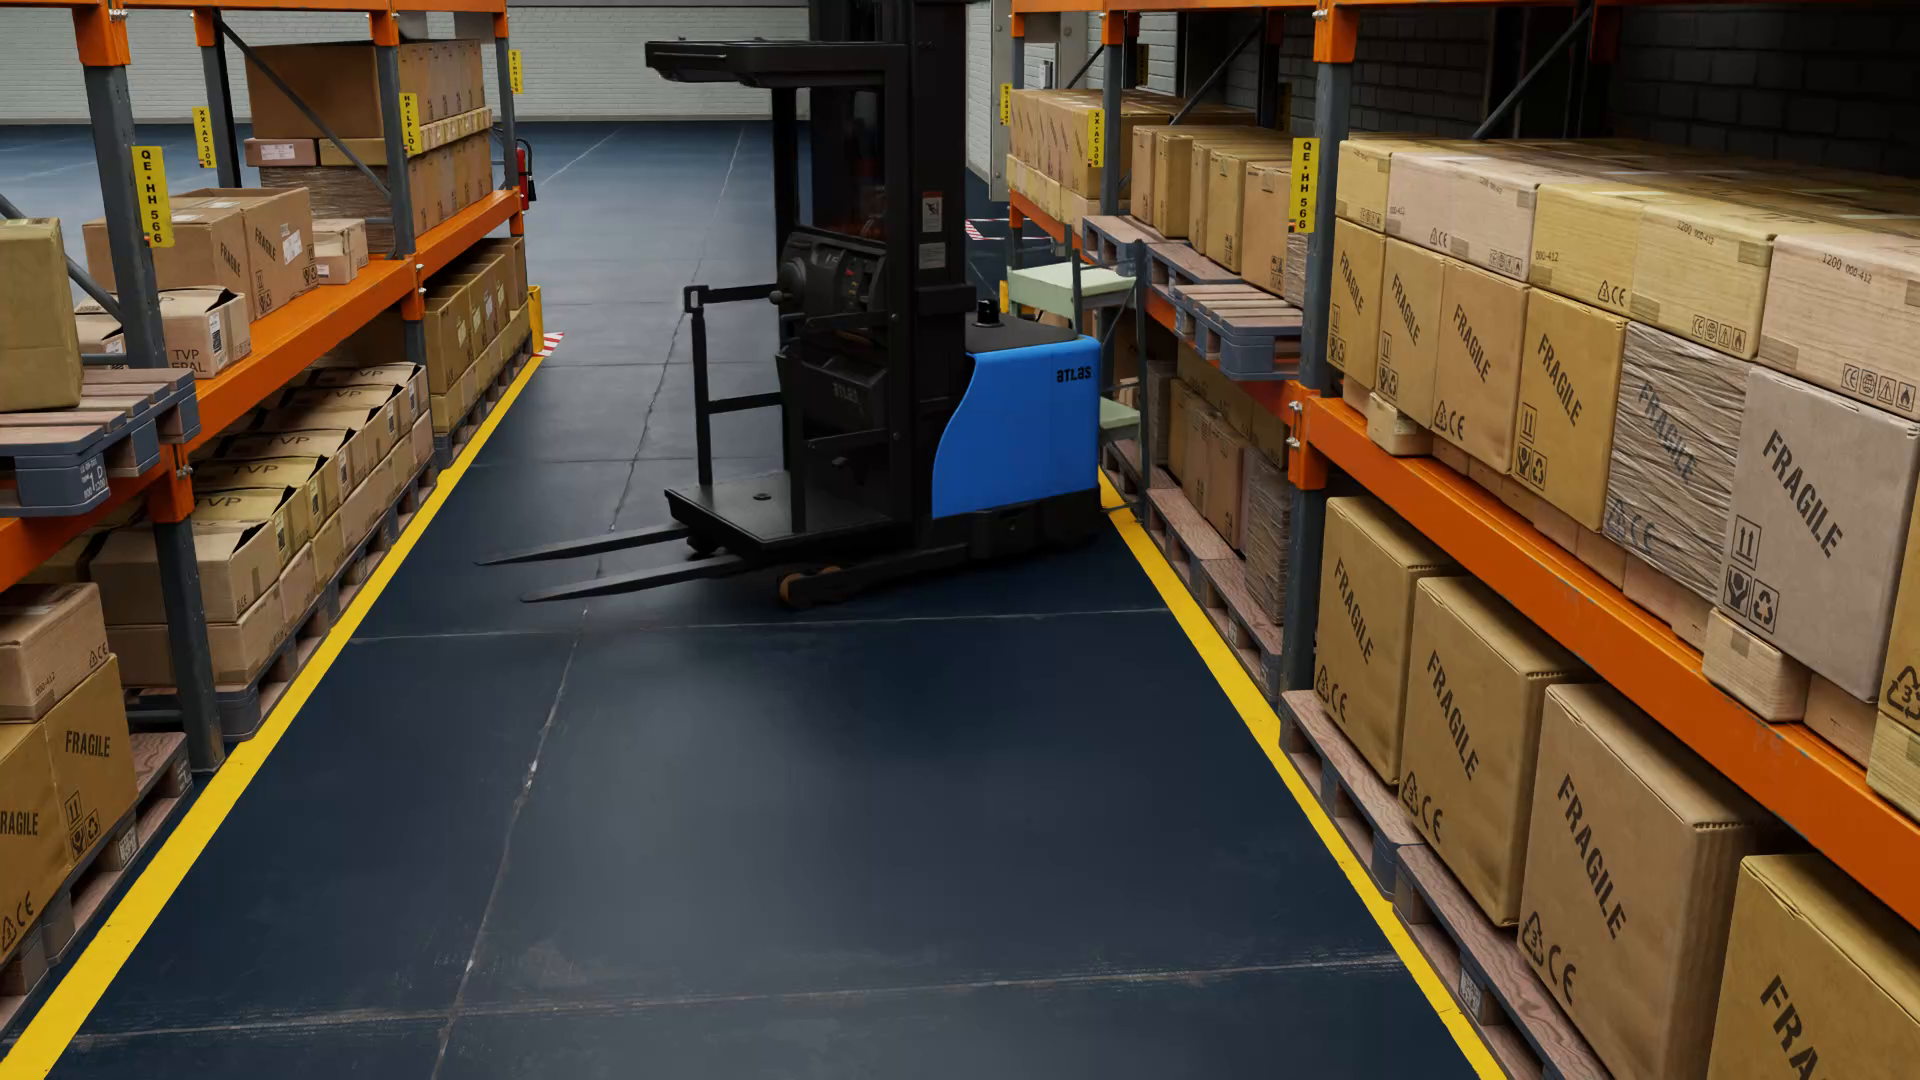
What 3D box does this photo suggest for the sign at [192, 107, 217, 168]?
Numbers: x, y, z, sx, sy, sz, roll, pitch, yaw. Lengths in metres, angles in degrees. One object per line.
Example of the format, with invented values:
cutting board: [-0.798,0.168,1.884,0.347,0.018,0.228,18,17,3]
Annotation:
sign: [-4.148,-2.214,9.143,0.100,0.325,0.005,-2,18,-6]

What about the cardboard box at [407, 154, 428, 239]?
cardboard box: [-3.709,-2.117,10.246,0.700,0.500,0.500,-2,18,-6]

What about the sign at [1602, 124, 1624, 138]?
sign: [2.295,-1.313,5.919,0.100,0.325,0.005,-2,18,-6]

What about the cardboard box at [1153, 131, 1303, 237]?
cardboard box: [1.400,-1.873,8.733,0.700,0.500,0.500,0,17,0]

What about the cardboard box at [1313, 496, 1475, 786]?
cardboard box: [1.689,0.306,5.583,0.750,0.750,0.750,-2,18,-6]

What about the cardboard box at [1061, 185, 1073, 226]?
cardboard box: [0.937,-2.153,10.744,0.500,0.250,0.500,-2,18,-5]

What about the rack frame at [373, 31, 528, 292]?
rack frame: [-4.009,-2.972,13.136,1.000,3.000,0.127,-2,18,-6]

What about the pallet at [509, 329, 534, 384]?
pallet: [-3.888,-1.415,12.832,1.003,0.211,1.213,-2,18,-6]

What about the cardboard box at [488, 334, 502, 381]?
cardboard box: [-3.493,-1.263,11.583,0.500,0.250,0.500,-2,18,-6]

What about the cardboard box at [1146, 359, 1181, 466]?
cardboard box: [1.423,-0.733,9.443,0.700,0.500,0.500,-1,17,-4]

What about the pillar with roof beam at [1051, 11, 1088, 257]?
pillar with roof beam: [-3.050,-7.461,17.420,9.100,9.000,0.400,-2,18,-6]

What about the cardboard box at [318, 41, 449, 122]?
cardboard box: [-3.803,-3.028,10.980,0.700,0.500,0.500,-2,18,-6]

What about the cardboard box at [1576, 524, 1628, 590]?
cardboard box: [1.736,0.008,4.030,0.380,0.149,0.250,-1,17,-4]

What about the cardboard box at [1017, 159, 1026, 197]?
cardboard box: [0.721,-2.755,12.661,0.500,0.250,0.500,-2,18,-7]

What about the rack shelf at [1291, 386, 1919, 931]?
rack shelf: [1.950,0.196,4.245,1.077,0.370,4.000,-2,18,-6]

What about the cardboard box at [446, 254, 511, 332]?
cardboard box: [-3.540,-1.770,11.946,0.500,0.500,0.500,-2,18,-6]

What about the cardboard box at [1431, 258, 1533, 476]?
cardboard box: [1.634,-0.485,4.518,0.500,0.500,0.500,-2,18,-6]

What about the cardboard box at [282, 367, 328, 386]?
cardboard box: [-3.801,-0.806,9.188,0.500,0.311,0.500,-2,18,-5]

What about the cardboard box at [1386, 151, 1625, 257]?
cardboard box: [1.590,-0.996,4.894,0.500,0.250,0.500,-2,18,-6]

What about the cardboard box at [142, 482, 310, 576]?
cardboard box: [-3.008,-0.066,6.833,0.500,0.311,0.500,-2,18,-7]

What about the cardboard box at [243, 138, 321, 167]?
cardboard box: [-3.837,-2.212,9.465,0.380,0.149,0.250,-2,18,-6]

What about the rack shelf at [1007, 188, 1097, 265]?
rack shelf: [1.125,-2.187,11.837,1.077,0.370,4.000,-2,18,-6]

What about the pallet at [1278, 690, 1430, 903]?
pallet: [1.750,0.825,5.697,1.003,0.211,1.213,-2,18,-6]

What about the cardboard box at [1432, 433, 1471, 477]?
cardboard box: [1.656,-0.299,5.008,0.380,0.149,0.250,-2,18,-6]

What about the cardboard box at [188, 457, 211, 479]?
cardboard box: [-3.592,-0.198,7.254,0.500,0.311,0.500,-2,18,-6]

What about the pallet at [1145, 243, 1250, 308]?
pallet: [1.499,-1.240,7.938,1.003,0.211,1.213,-2,18,-6]

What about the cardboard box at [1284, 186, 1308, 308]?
cardboard box: [1.685,-1.140,6.399,0.700,0.500,0.500,-4,18,-12]

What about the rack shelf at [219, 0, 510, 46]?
rack shelf: [-3.802,-3.464,10.897,1.077,0.370,4.000,-2,18,-6]

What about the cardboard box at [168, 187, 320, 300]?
cardboard box: [-3.479,-1.442,8.095,0.500,0.500,0.500,-1,17,-2]

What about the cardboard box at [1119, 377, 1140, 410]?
cardboard box: [1.246,-0.951,10.694,0.380,0.166,0.250,-4,18,-13]

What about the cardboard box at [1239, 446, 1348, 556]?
cardboard box: [1.680,-0.130,7.522,0.700,0.500,0.500,-2,18,-6]

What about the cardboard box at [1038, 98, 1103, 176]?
cardboard box: [0.822,-2.815,11.602,0.500,0.500,0.500,-1,17,-4]

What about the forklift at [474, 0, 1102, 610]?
forklift: [-0.787,-1.257,7.788,3.031,2.935,1.130,-11,21,-32]

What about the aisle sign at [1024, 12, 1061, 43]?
aisle sign: [0.612,-4.379,13.277,0.394,0.787,0.004,-2,18,-6]

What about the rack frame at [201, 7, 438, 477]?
rack frame: [-3.596,-1.780,9.340,1.000,3.000,0.127,-2,18,-6]

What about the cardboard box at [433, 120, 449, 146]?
cardboard box: [-3.594,-2.685,10.972,0.380,0.149,0.250,-2,18,-6]

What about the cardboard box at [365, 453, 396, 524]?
cardboard box: [-3.161,-0.251,8.358,0.500,0.250,0.500,-1,17,-4]

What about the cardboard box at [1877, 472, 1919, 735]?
cardboard box: [1.858,0.120,2.590,0.500,0.500,0.500,-2,18,-7]

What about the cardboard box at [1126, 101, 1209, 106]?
cardboard box: [1.395,-2.680,11.170,0.500,0.500,0.500,-1,17,-4]

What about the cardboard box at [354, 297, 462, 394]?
cardboard box: [-3.332,-1.174,10.048,0.500,0.500,0.500,-2,18,-6]

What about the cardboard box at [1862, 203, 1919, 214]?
cardboard box: [2.250,-0.558,3.498,0.500,0.250,0.500,-2,18,-7]

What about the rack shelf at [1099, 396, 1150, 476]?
rack shelf: [0.654,-0.569,9.013,0.431,0.370,0.720,-13,21,-23]

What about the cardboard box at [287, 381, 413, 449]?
cardboard box: [-3.209,-0.670,8.756,0.500,0.311,0.500,-1,17,-4]

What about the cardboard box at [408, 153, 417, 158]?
cardboard box: [-3.485,-2.375,9.985,0.380,0.149,0.250,-2,18,-7]

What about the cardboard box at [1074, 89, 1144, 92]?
cardboard box: [1.178,-3.288,13.108,0.500,0.500,0.500,-2,18,-6]

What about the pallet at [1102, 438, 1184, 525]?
pallet: [1.413,-0.372,9.510,1.003,0.211,1.213,-2,18,-6]

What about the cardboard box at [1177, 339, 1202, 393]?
cardboard box: [1.472,-0.960,8.913,0.500,0.250,0.500,-2,18,-7]

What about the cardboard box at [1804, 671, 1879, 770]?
cardboard box: [1.808,0.314,3.054,0.380,0.149,0.250,-1,17,-4]

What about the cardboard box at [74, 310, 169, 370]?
cardboard box: [-3.178,-0.656,5.907,0.500,0.311,0.500,-1,17,-2]

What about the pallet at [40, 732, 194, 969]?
pallet: [-3.144,0.965,5.250,1.003,0.211,1.213,-2,18,-6]

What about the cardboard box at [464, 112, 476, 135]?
cardboard box: [-3.701,-2.992,11.950,0.380,0.149,0.250,-2,17,-5]

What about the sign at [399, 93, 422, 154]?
sign: [-3.057,-2.315,9.241,0.100,0.325,0.005,-2,18,-6]

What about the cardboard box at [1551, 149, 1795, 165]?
cardboard box: [2.098,-1.018,4.964,0.500,0.250,0.500,-2,18,-7]

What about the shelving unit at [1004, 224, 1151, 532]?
shelving unit: [0.632,-0.876,8.907,0.431,1.500,0.755,-13,21,-23]

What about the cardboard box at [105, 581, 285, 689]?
cardboard box: [-2.945,0.358,6.419,0.500,0.250,0.500,-2,18,-6]

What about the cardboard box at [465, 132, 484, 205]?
cardboard box: [-3.914,-2.724,12.179,0.700,0.500,0.500,-1,17,-4]
